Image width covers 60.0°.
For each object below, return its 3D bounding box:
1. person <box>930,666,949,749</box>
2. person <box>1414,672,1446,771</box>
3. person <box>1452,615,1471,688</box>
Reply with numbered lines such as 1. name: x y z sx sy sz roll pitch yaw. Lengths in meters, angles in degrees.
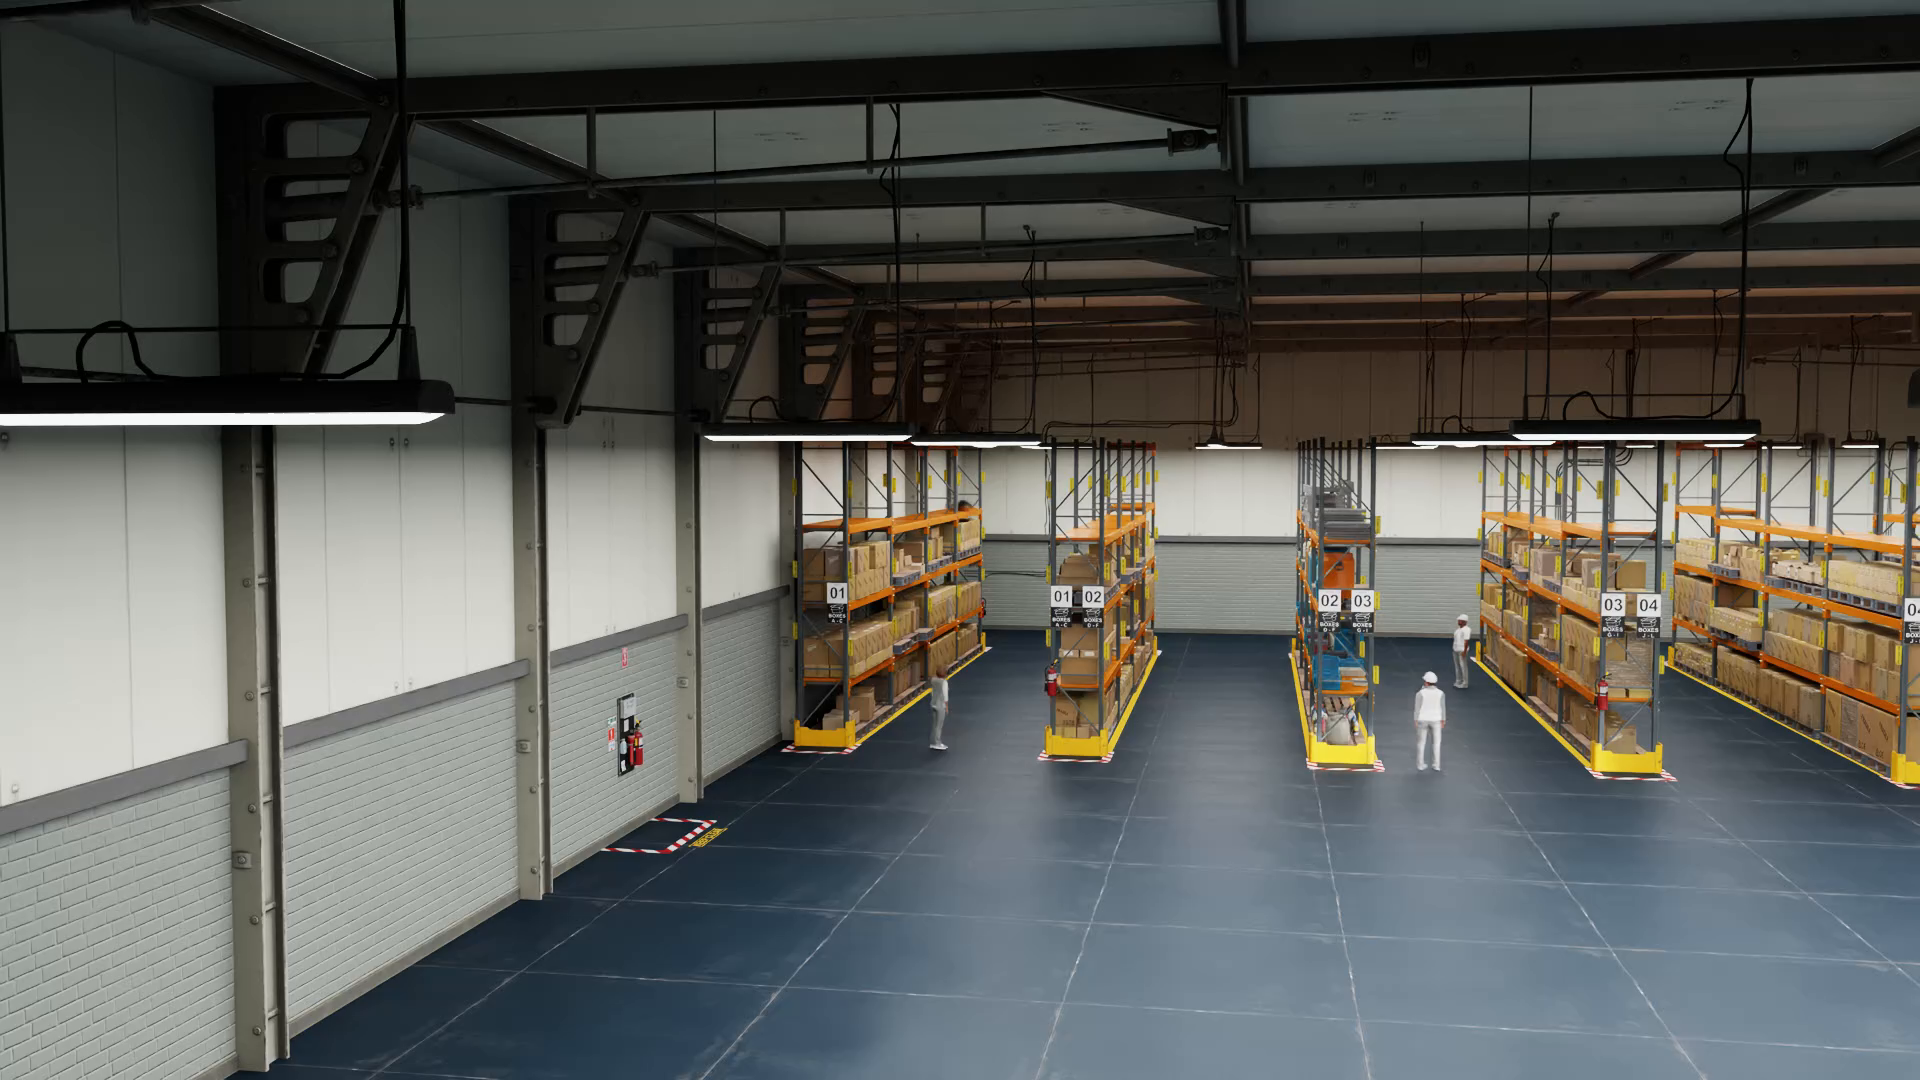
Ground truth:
1. person: -0.394 3.227 32.006 0.336 1.606 0.449 -2 4 -37
2. person: 8.461 3.256 29.916 0.526 1.781 0.440 1 3 25
3. person: 12.202 2.700 40.554 0.498 1.762 0.581 -1 3 -22
